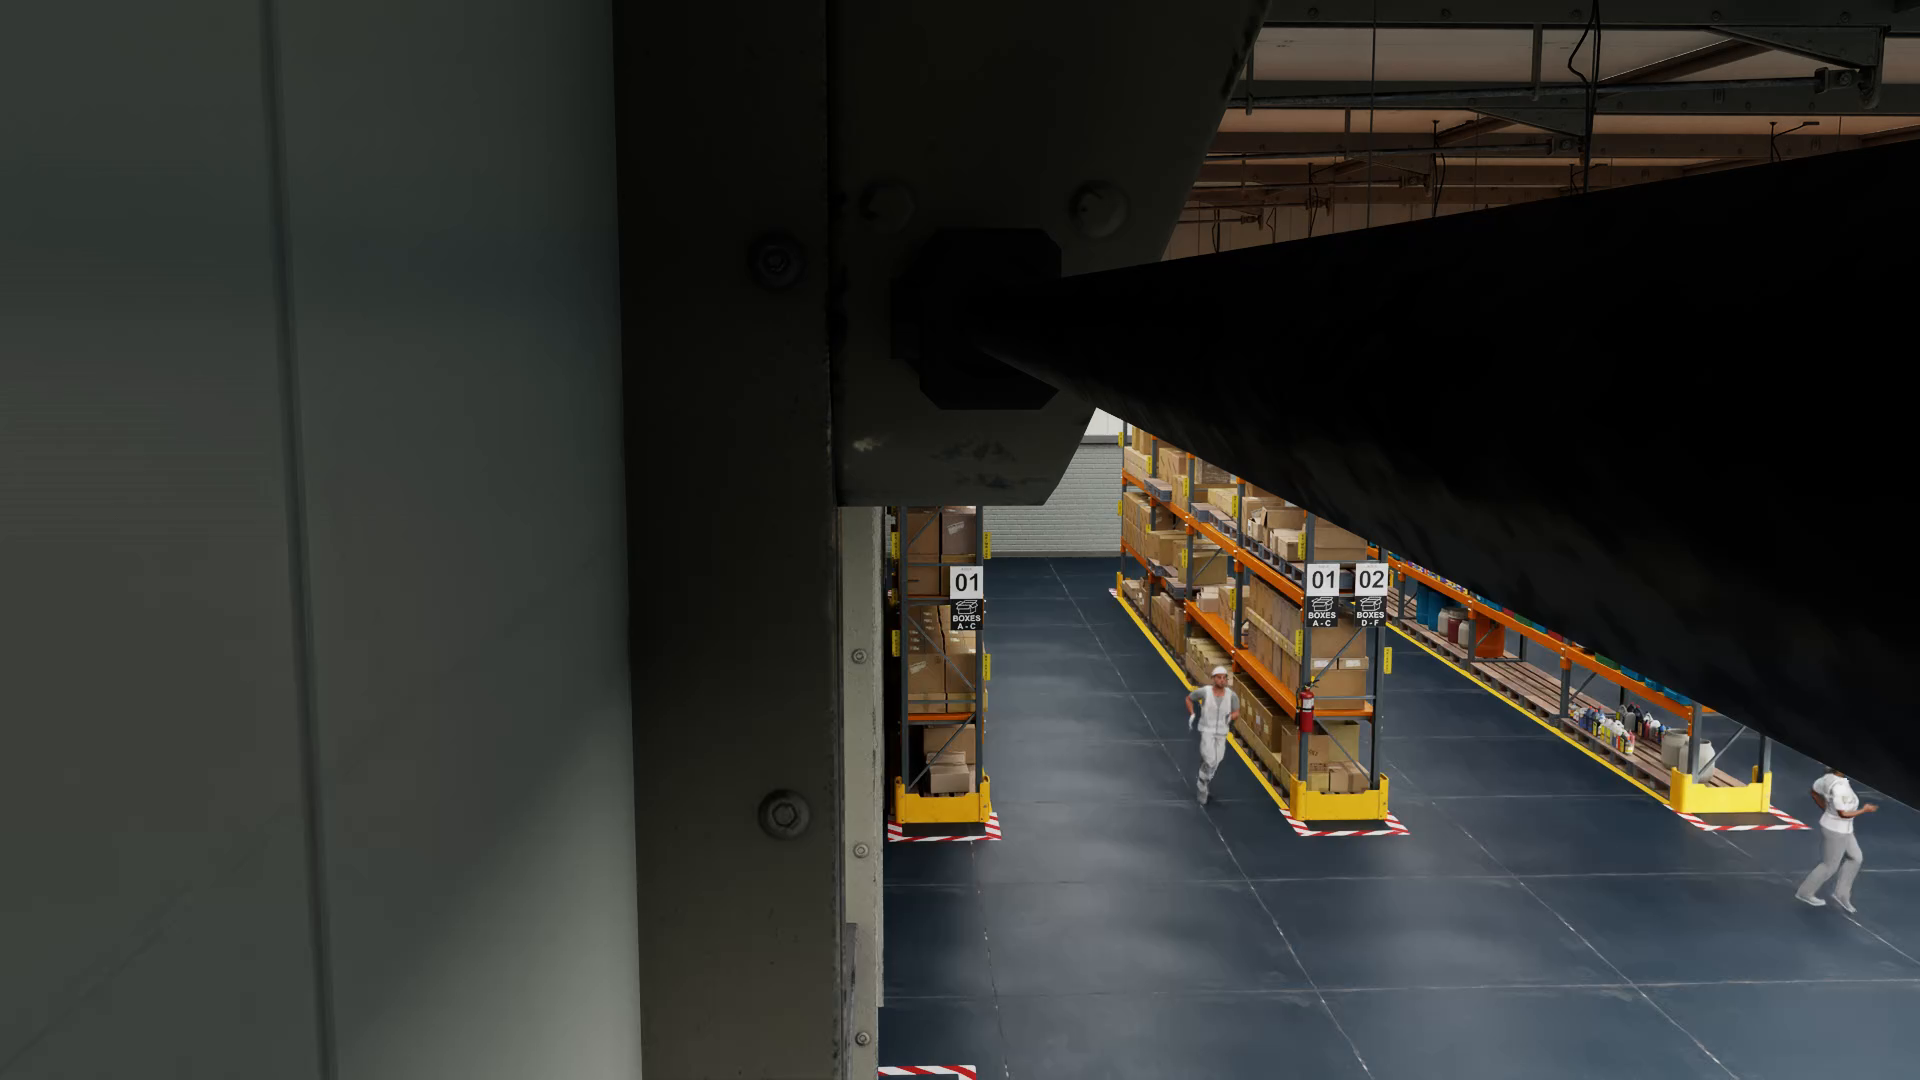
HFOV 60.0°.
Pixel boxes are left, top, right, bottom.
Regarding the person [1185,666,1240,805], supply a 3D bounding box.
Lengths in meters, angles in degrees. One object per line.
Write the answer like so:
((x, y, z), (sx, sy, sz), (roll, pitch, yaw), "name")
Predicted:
((3.257, 2.487, 21.268), (0.646, 1.778, 0.702), (-2, 8, -11), "person")

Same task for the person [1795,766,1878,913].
((9.184, 3.067, 17.409), (0.702, 1.755, 0.555), (3, 9, 23), "person")
